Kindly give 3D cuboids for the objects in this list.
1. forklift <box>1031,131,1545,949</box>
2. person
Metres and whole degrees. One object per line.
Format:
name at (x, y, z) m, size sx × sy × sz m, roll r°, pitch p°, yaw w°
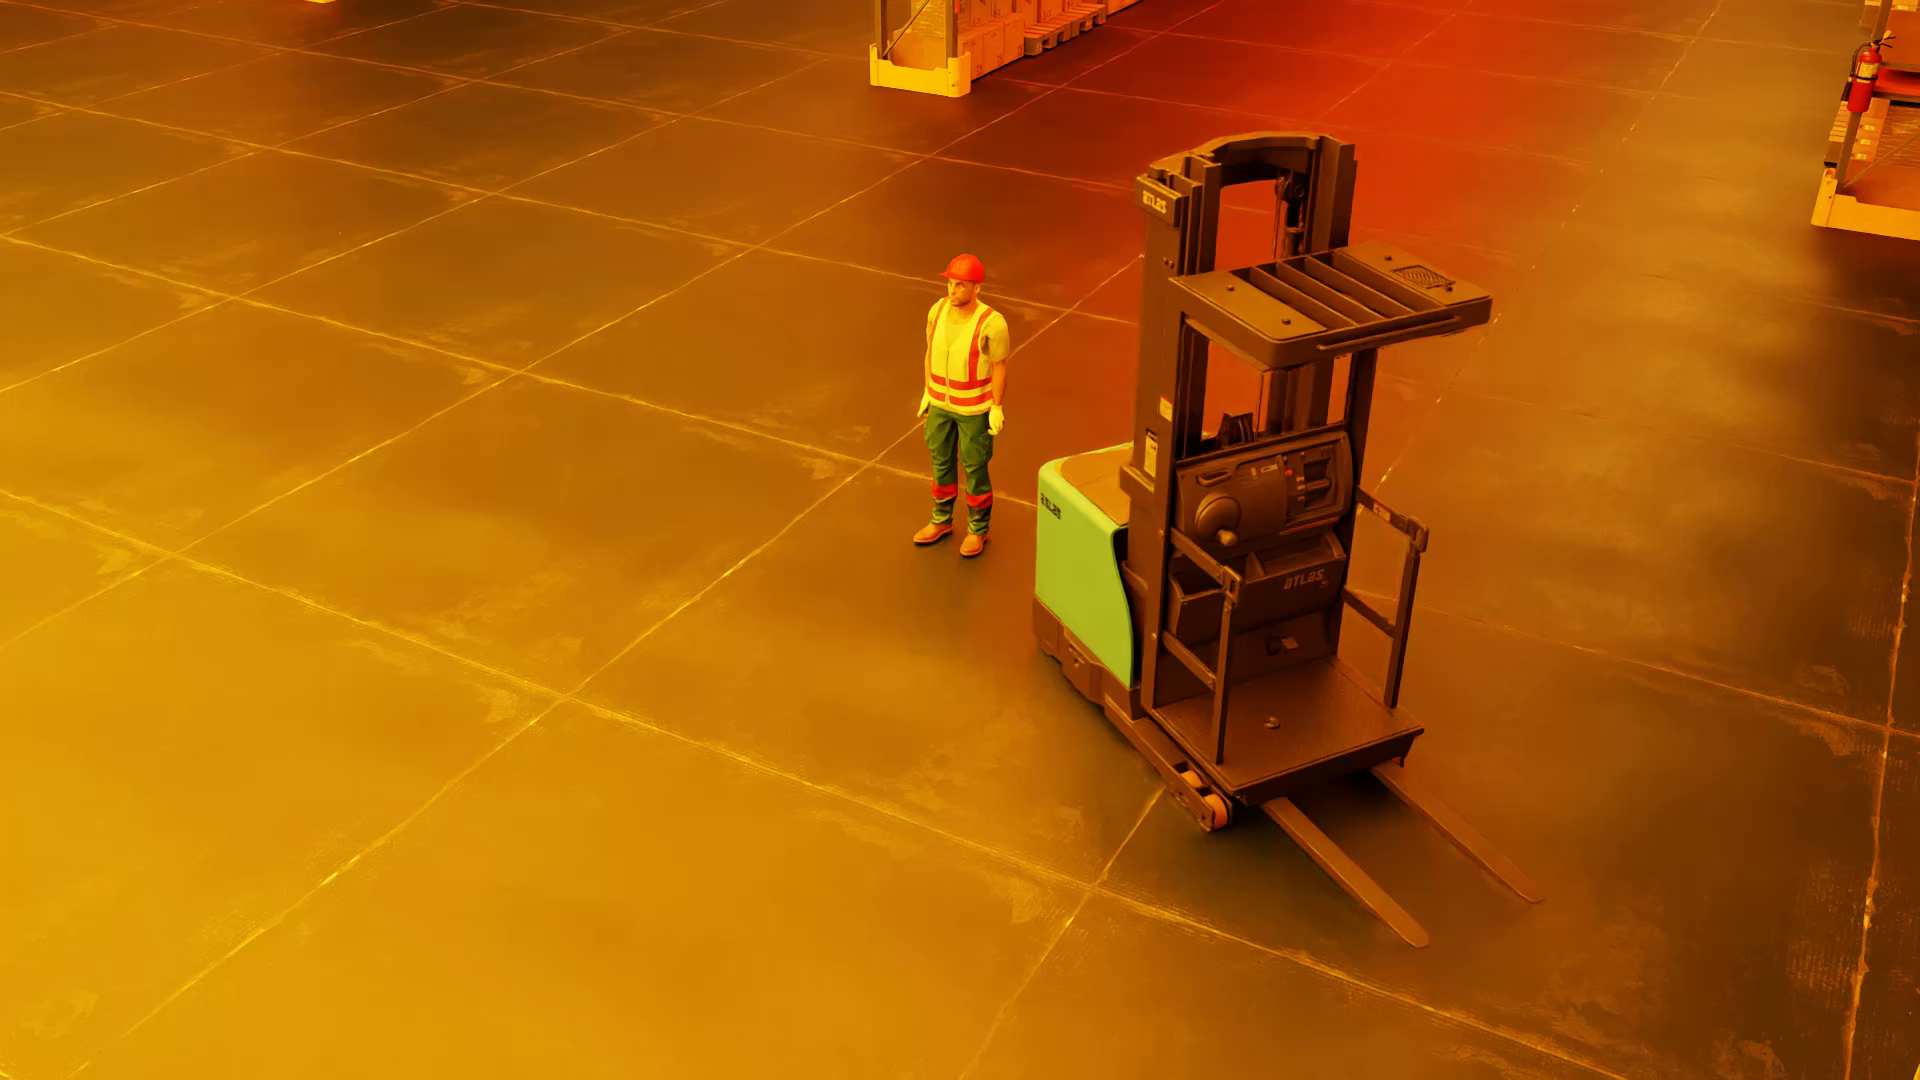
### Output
forklift at (1.486, -0.181, 7.385) m, size 1.130 × 2.935 × 3.031 m, roll -14°, pitch 33°, yaw -22°
person at (0.004, -0.768, 9.543) m, size 0.536 × 1.795 × 0.369 m, roll 15°, pitch 33°, yaw 25°
